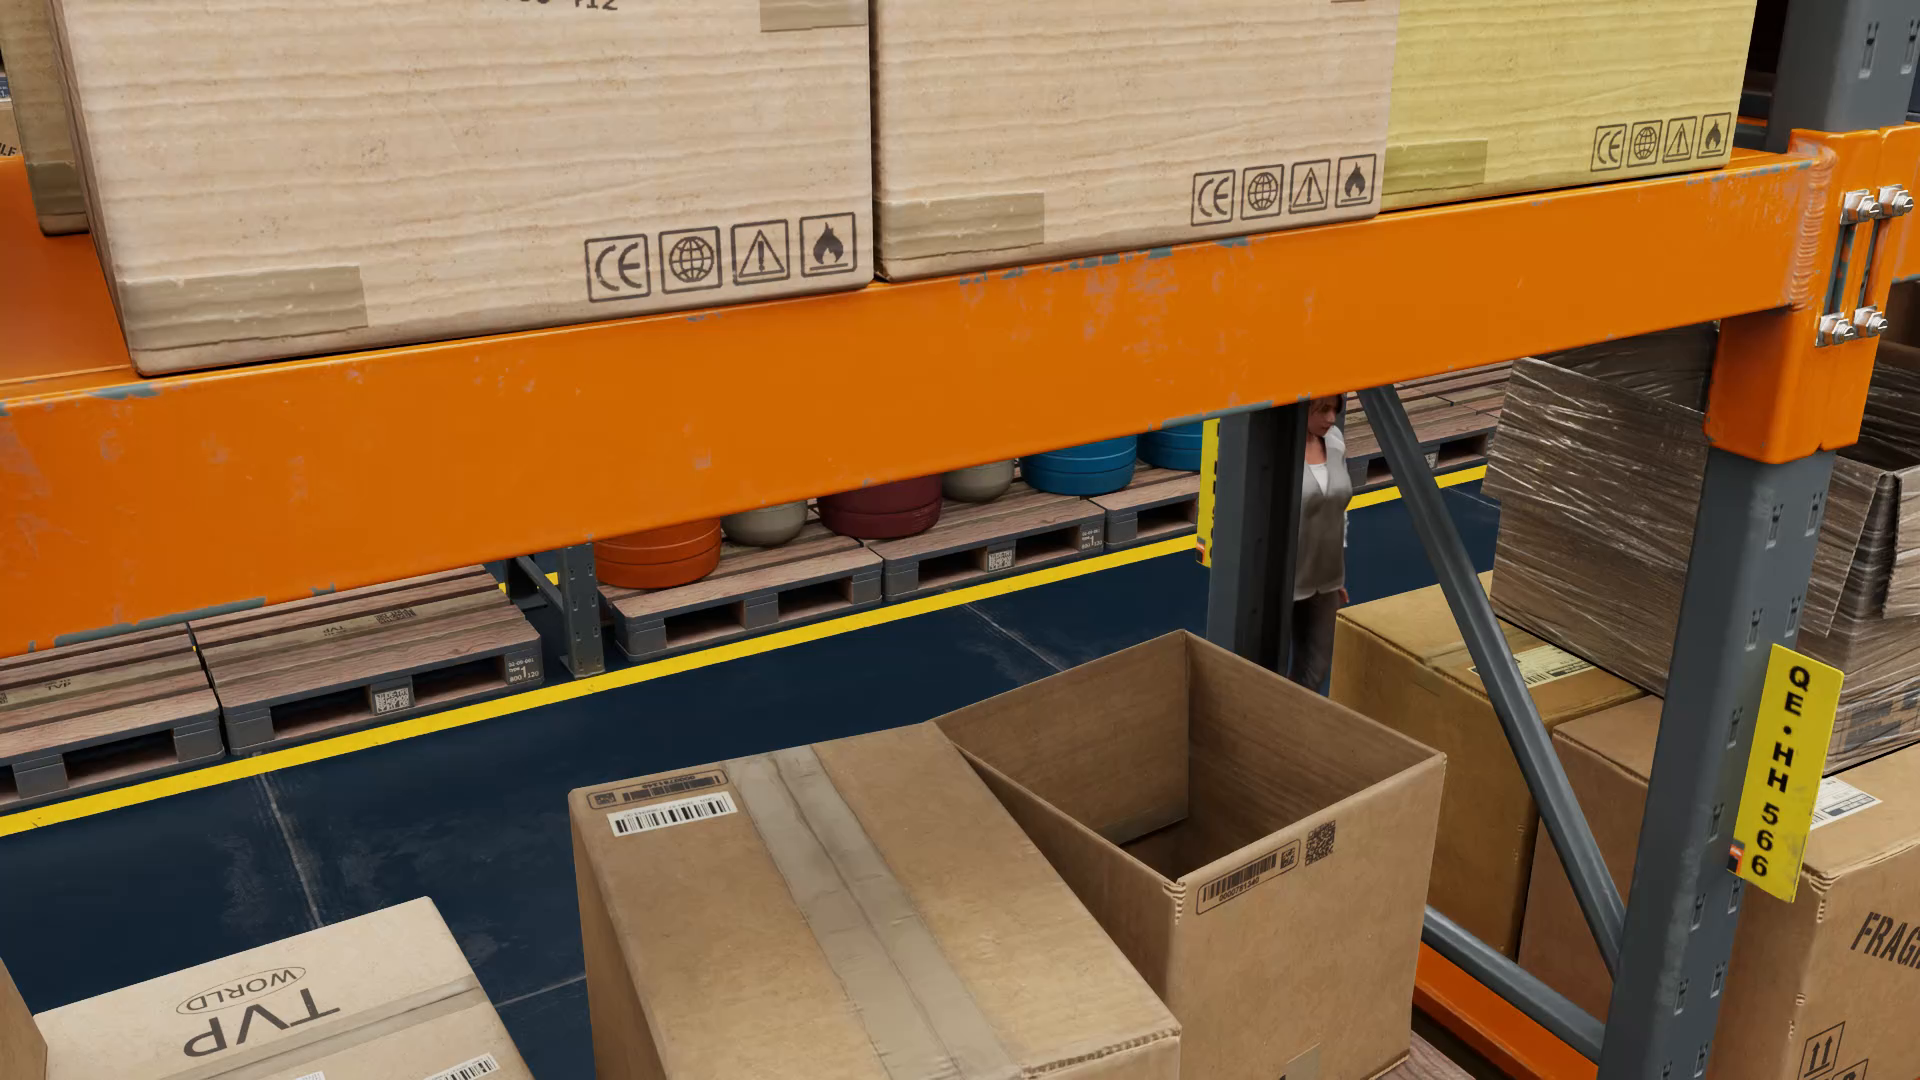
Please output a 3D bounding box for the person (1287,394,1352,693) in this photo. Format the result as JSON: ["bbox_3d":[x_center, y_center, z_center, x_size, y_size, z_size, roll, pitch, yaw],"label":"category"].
[{"bbox_3d":[1.154,0.160,5.720,0.407,1.595,0.304,-12,25,-27],"label":"person"}]
